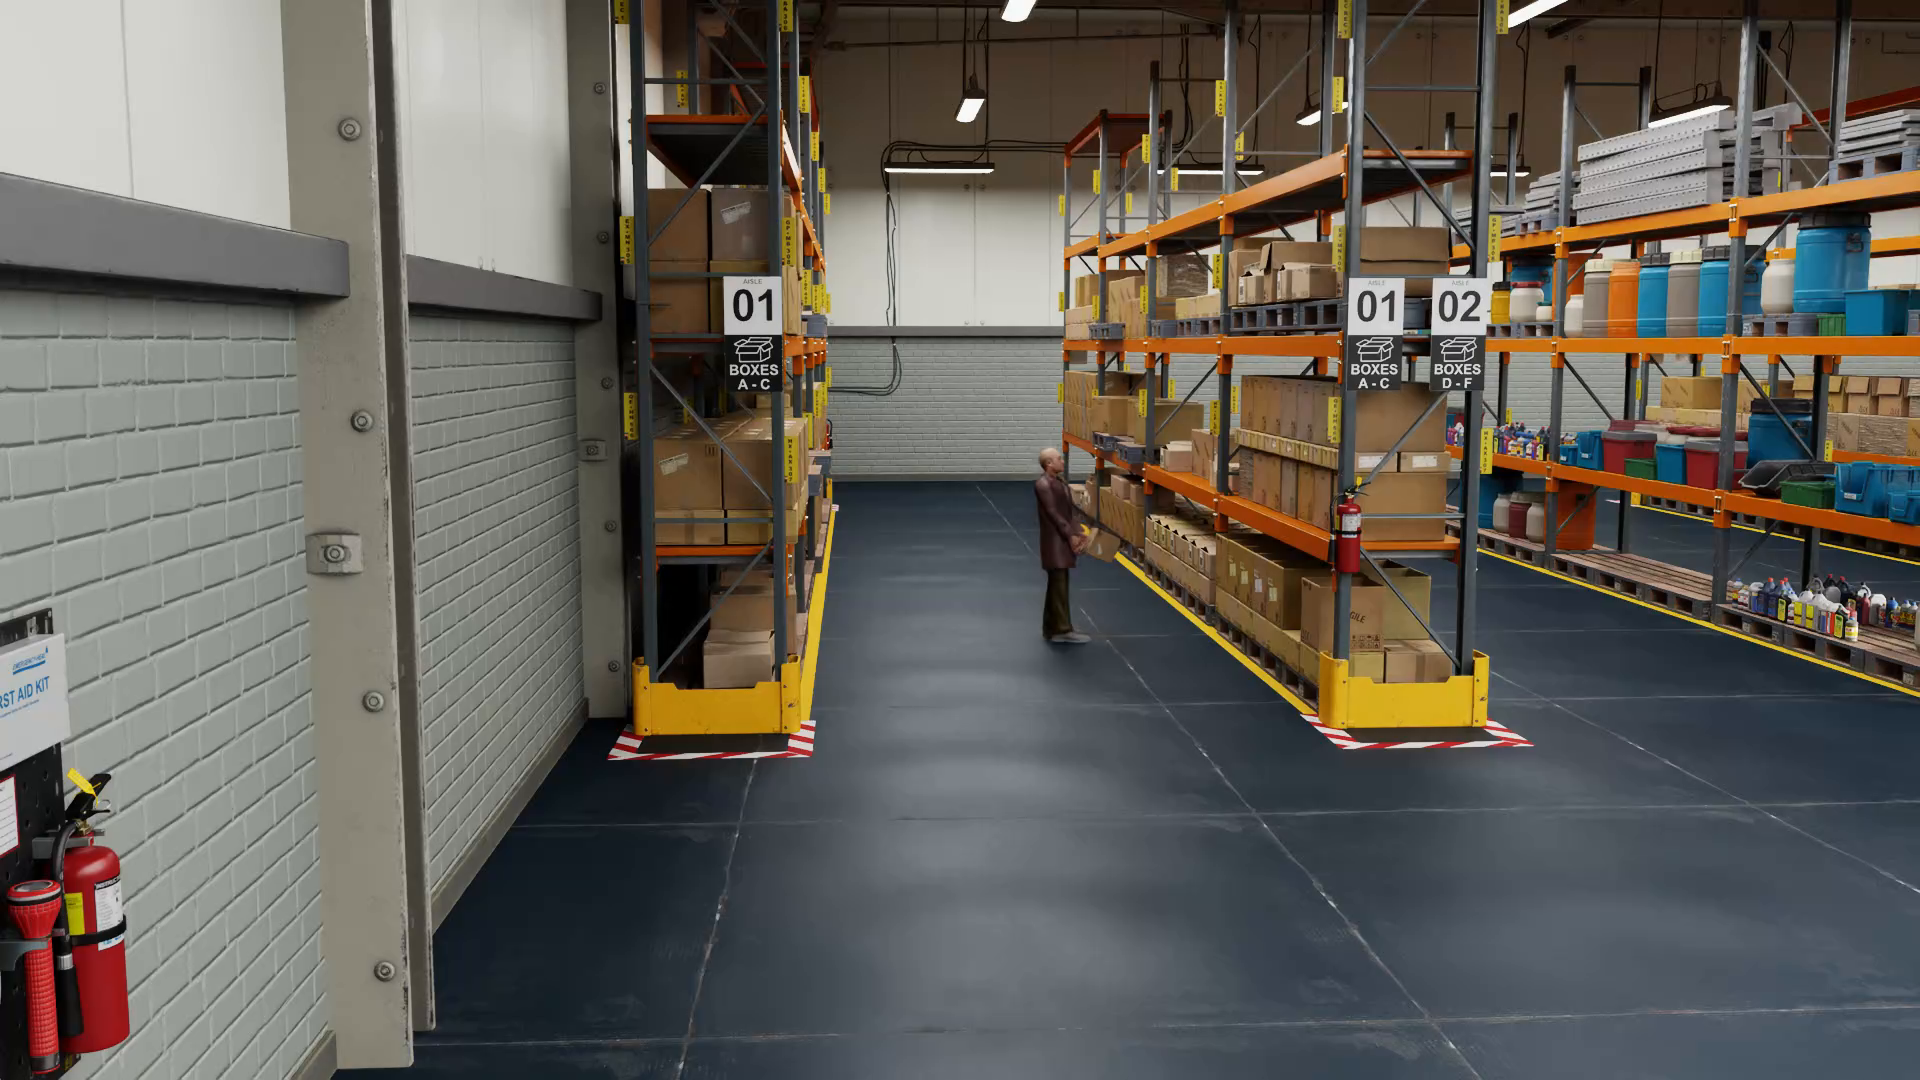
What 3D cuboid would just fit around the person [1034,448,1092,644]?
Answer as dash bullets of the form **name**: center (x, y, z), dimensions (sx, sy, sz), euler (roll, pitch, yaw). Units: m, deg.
- **person**: center (0.995, 0.040, 15.410), dimensions (0.558, 1.778, 0.570), euler (2, 7, 16)
